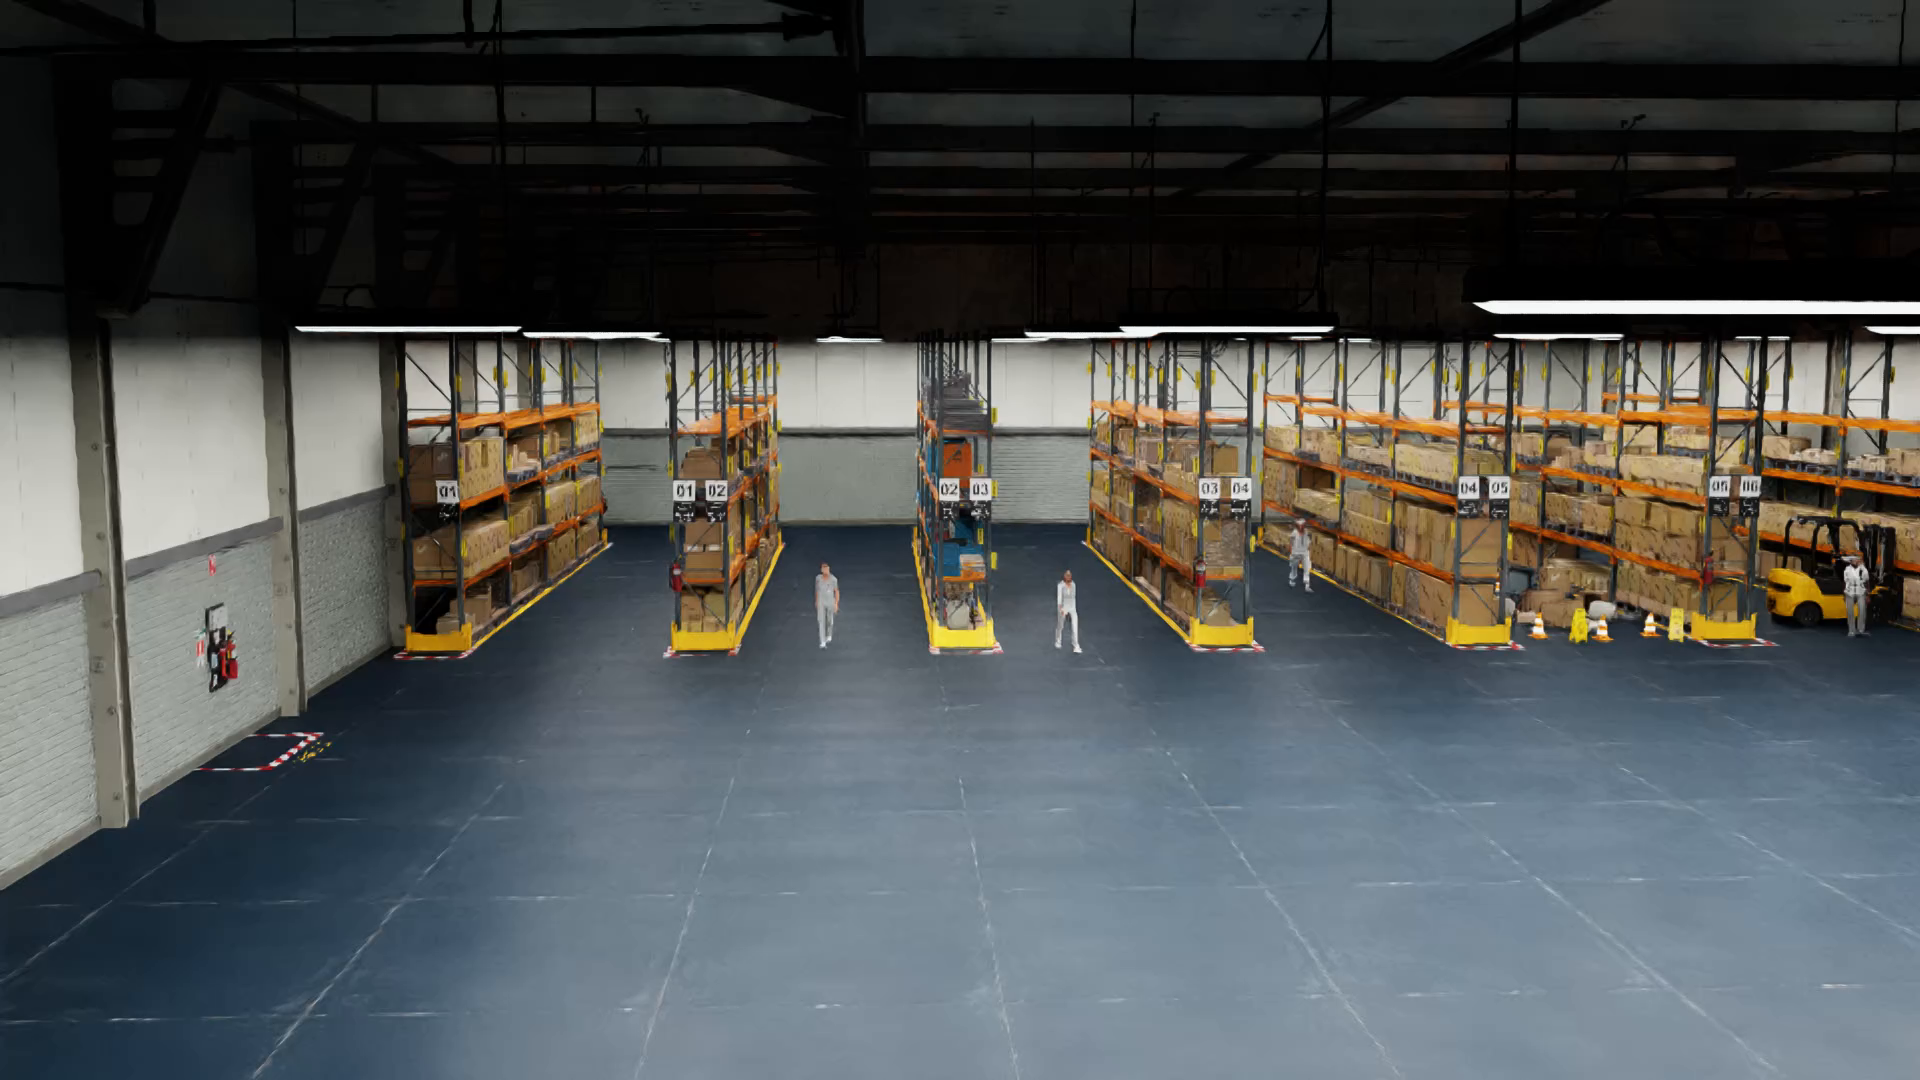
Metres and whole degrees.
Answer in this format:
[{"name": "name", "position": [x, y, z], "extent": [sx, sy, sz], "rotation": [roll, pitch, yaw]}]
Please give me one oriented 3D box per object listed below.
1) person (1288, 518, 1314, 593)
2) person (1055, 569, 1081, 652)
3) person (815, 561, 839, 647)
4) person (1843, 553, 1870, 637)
[{"name": "person", "position": [7.869, 0.331, 38.461], "extent": [0.553, 1.709, 1.123], "rotation": [0, 7, -1]}, {"name": "person", "position": [1.984, 1.300, 31.008], "extent": [0.412, 1.533, 0.955], "rotation": [-1, 7, -11]}, {"name": "person", "position": [-2.528, 1.199, 31.602], "extent": [0.453, 1.612, 1.019], "rotation": [-1, 7, -4]}, {"name": "person", "position": [17.621, 1.062, 32.654], "extent": [0.515, 1.657, 0.554], "rotation": [4, 8, 33]}]
